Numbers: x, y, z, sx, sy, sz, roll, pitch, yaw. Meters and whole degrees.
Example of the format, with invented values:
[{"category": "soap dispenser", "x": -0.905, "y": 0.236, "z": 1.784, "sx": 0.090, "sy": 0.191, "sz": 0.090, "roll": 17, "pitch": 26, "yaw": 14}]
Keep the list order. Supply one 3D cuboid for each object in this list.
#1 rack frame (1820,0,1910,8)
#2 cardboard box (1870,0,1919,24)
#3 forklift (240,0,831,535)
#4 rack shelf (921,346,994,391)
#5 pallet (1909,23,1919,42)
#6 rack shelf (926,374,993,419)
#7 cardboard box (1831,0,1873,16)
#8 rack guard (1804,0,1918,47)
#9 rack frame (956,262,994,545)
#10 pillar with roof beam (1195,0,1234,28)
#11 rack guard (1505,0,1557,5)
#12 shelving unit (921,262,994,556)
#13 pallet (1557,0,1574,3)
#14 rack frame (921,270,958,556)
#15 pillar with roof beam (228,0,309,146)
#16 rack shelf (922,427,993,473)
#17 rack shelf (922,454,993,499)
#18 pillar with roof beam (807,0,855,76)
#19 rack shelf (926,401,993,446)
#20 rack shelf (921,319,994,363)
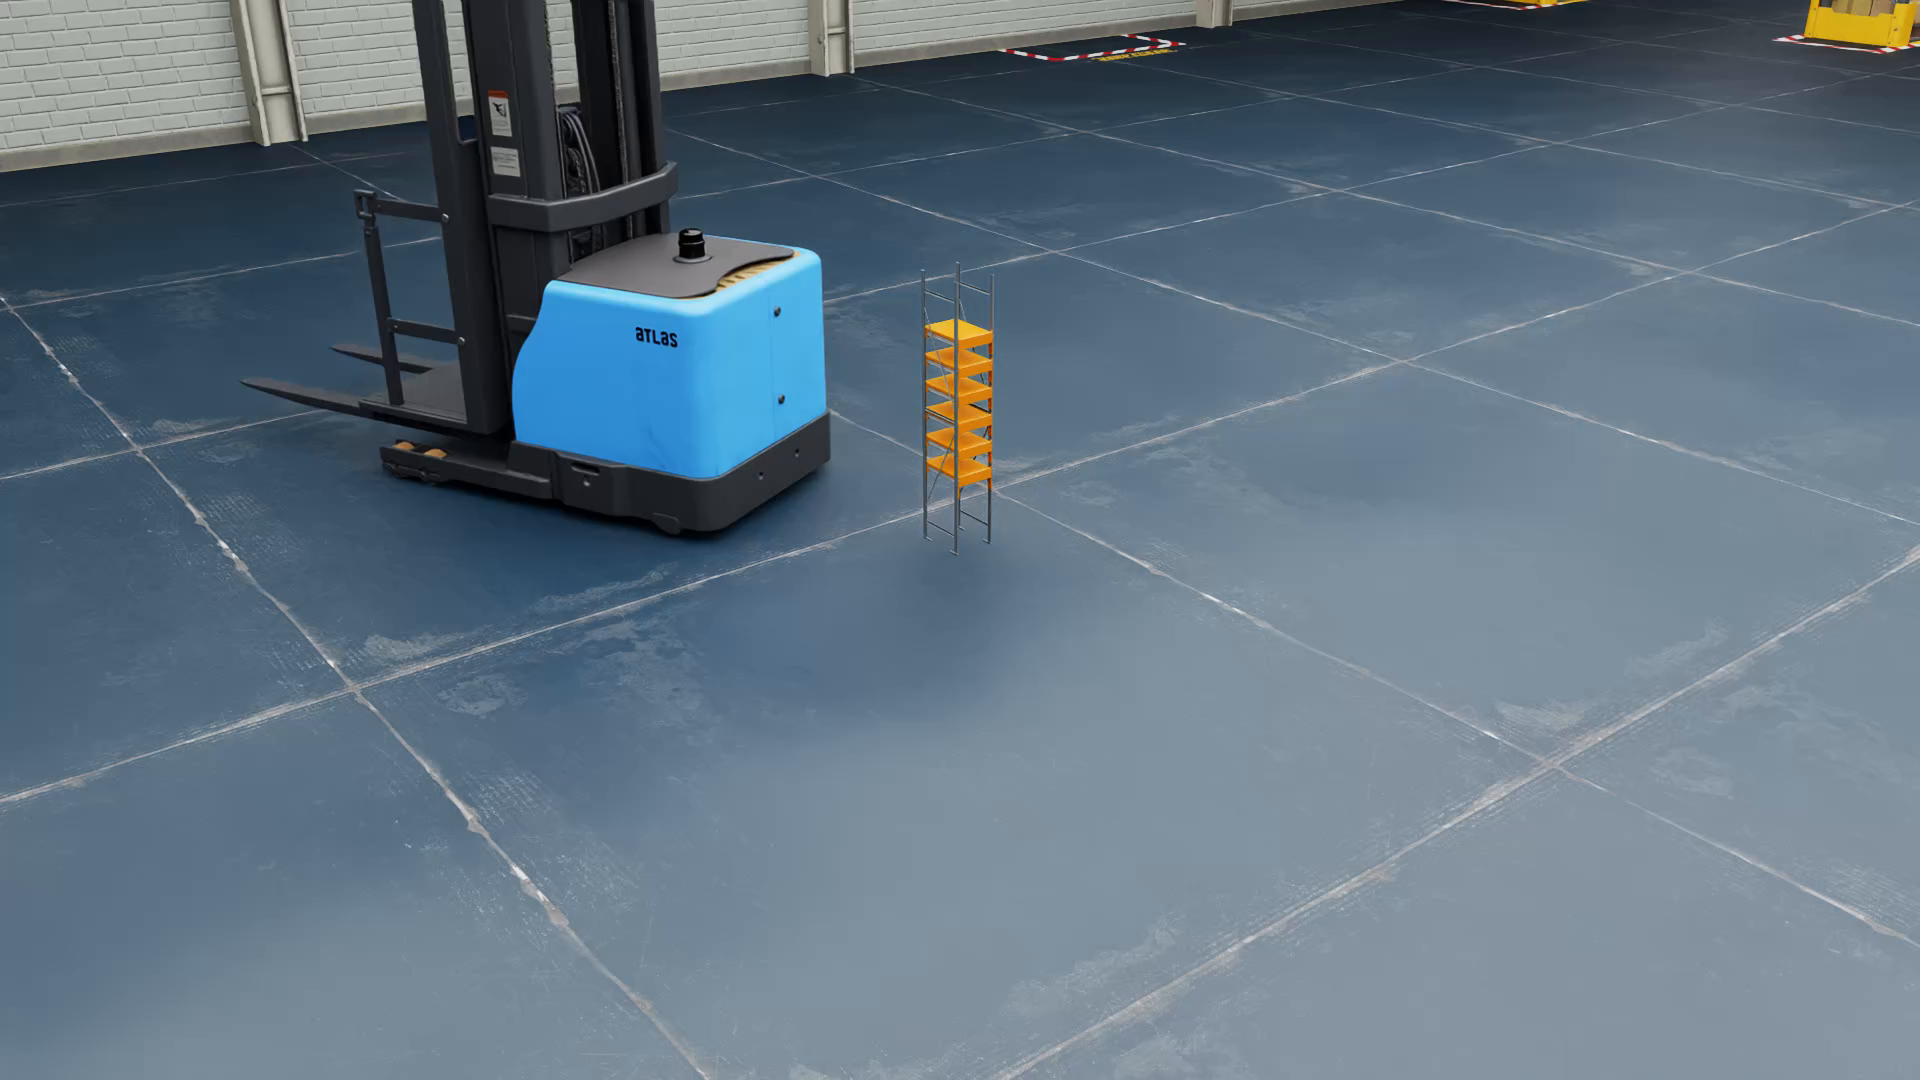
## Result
[{"category": "rack frame", "x": 11.074, "y": -7.535, "z": 19.922, "sx": 0.127, "sy": 3.000, "sz": 1.000, "roll": -18, "pitch": 31, "yaw": -34}, {"category": "cardboard box", "x": 11.633, "y": -6.544, "z": 20.554, "sx": 0.500, "sy": 0.250, "sz": 0.500, "roll": -18, "pitch": 31, "yaw": -34}, {"category": "forklift", "x": -2.165, "y": -1.771, "z": 7.584, "sx": 3.031, "sy": 2.935, "sz": 1.130, "roll": 12, "pitch": 28, "yaw": 24}, {"category": "rack shelf", "x": -0.011, "y": -0.718, "z": 6.907, "sx": 0.180, "sy": 0.103, "sz": 0.258, "roll": -18, "pitch": 31, "yaw": -34}, {"category": "pallet", "x": 11.650, "y": -6.483, "z": 20.967, "sx": 1.213, "sy": 0.211, "sz": 1.003, "roll": -18, "pitch": 31, "yaw": -34}, {"category": "rack shelf", "x": -0.011, "y": -0.609, "z": 6.957, "sx": 0.180, "sy": 0.103, "sz": 0.258, "roll": -18, "pitch": 31, "yaw": -34}, {"category": "cardboard box", "x": 11.314, "y": -6.715, "z": 20.924, "sx": 0.500, "sy": 0.250, "sz": 0.500, "roll": -18, "pitch": 31, "yaw": -34}, {"category": "rack guard", "x": 11.055, "y": -6.395, "z": 20.435, "sx": 0.348, "sy": 0.500, "sz": 1.175, "roll": -18, "pitch": 31, "yaw": -34}, {"category": "rack frame", "x": 0.061, "y": -0.564, "z": 7.041, "sx": 0.006, "sy": 1.200, "sz": 0.240, "roll": -18, "pitch": 31, "yaw": -34}, {"category": "pillar with roof beam", "x": 5.966, "y": -9.380, "z": 16.771, "sx": 0.400, "sy": 9.000, "sz": 9.100, "roll": -18, "pitch": 31, "yaw": -34}, {"category": "rack guard", "x": 8.074, "y": -8.061, "z": 24.025, "sx": 0.348, "sy": 0.500, "sz": 1.175, "roll": -18, "pitch": 31, "yaw": -34}, {"category": "shelving unit", "x": -0.011, "y": -0.540, "z": 6.989, "sx": 0.189, "sy": 1.200, "sz": 0.258, "roll": -18, "pitch": 31, "yaw": -34}, {"category": "pallet", "x": 8.735, "y": -8.129, "z": 24.515, "sx": 1.213, "sy": 0.211, "sz": 1.003, "roll": -18, "pitch": 31, "yaw": -34}, {"category": "rack frame", "x": -0.083, "y": -0.517, "z": 6.938, "sx": 0.006, "sy": 1.200, "sz": 0.240, "roll": -18, "pitch": 31, "yaw": -34}, {"category": "pillar with roof beam", "x": -3.477, "y": -6.263, "z": 10.054, "sx": 0.400, "sy": 9.000, "sz": 9.100, "roll": -18, "pitch": 31, "yaw": -34}, {"category": "rack shelf", "x": -0.011, "y": -0.391, "z": 7.059, "sx": 0.180, "sy": 0.103, "sz": 0.258, "roll": -18, "pitch": 31, "yaw": -34}, {"category": "rack shelf", "x": -0.011, "y": -0.282, "z": 7.109, "sx": 0.180, "sy": 0.103, "sz": 0.258, "roll": -18, "pitch": 31, "yaw": -34}, {"category": "pillar with roof beam", "x": 1.245, "y": -7.821, "z": 13.413, "sx": 0.400, "sy": 9.000, "sz": 9.100, "roll": -18, "pitch": 31, "yaw": -34}, {"category": "rack shelf", "x": -0.011, "y": -0.500, "z": 7.008, "sx": 0.180, "sy": 0.103, "sz": 0.258, "roll": -18, "pitch": 31, "yaw": -34}, {"category": "rack shelf", "x": -0.011, "y": -0.827, "z": 6.856, "sx": 0.180, "sy": 0.103, "sz": 0.258, "roll": -18, "pitch": 31, "yaw": -34}]
